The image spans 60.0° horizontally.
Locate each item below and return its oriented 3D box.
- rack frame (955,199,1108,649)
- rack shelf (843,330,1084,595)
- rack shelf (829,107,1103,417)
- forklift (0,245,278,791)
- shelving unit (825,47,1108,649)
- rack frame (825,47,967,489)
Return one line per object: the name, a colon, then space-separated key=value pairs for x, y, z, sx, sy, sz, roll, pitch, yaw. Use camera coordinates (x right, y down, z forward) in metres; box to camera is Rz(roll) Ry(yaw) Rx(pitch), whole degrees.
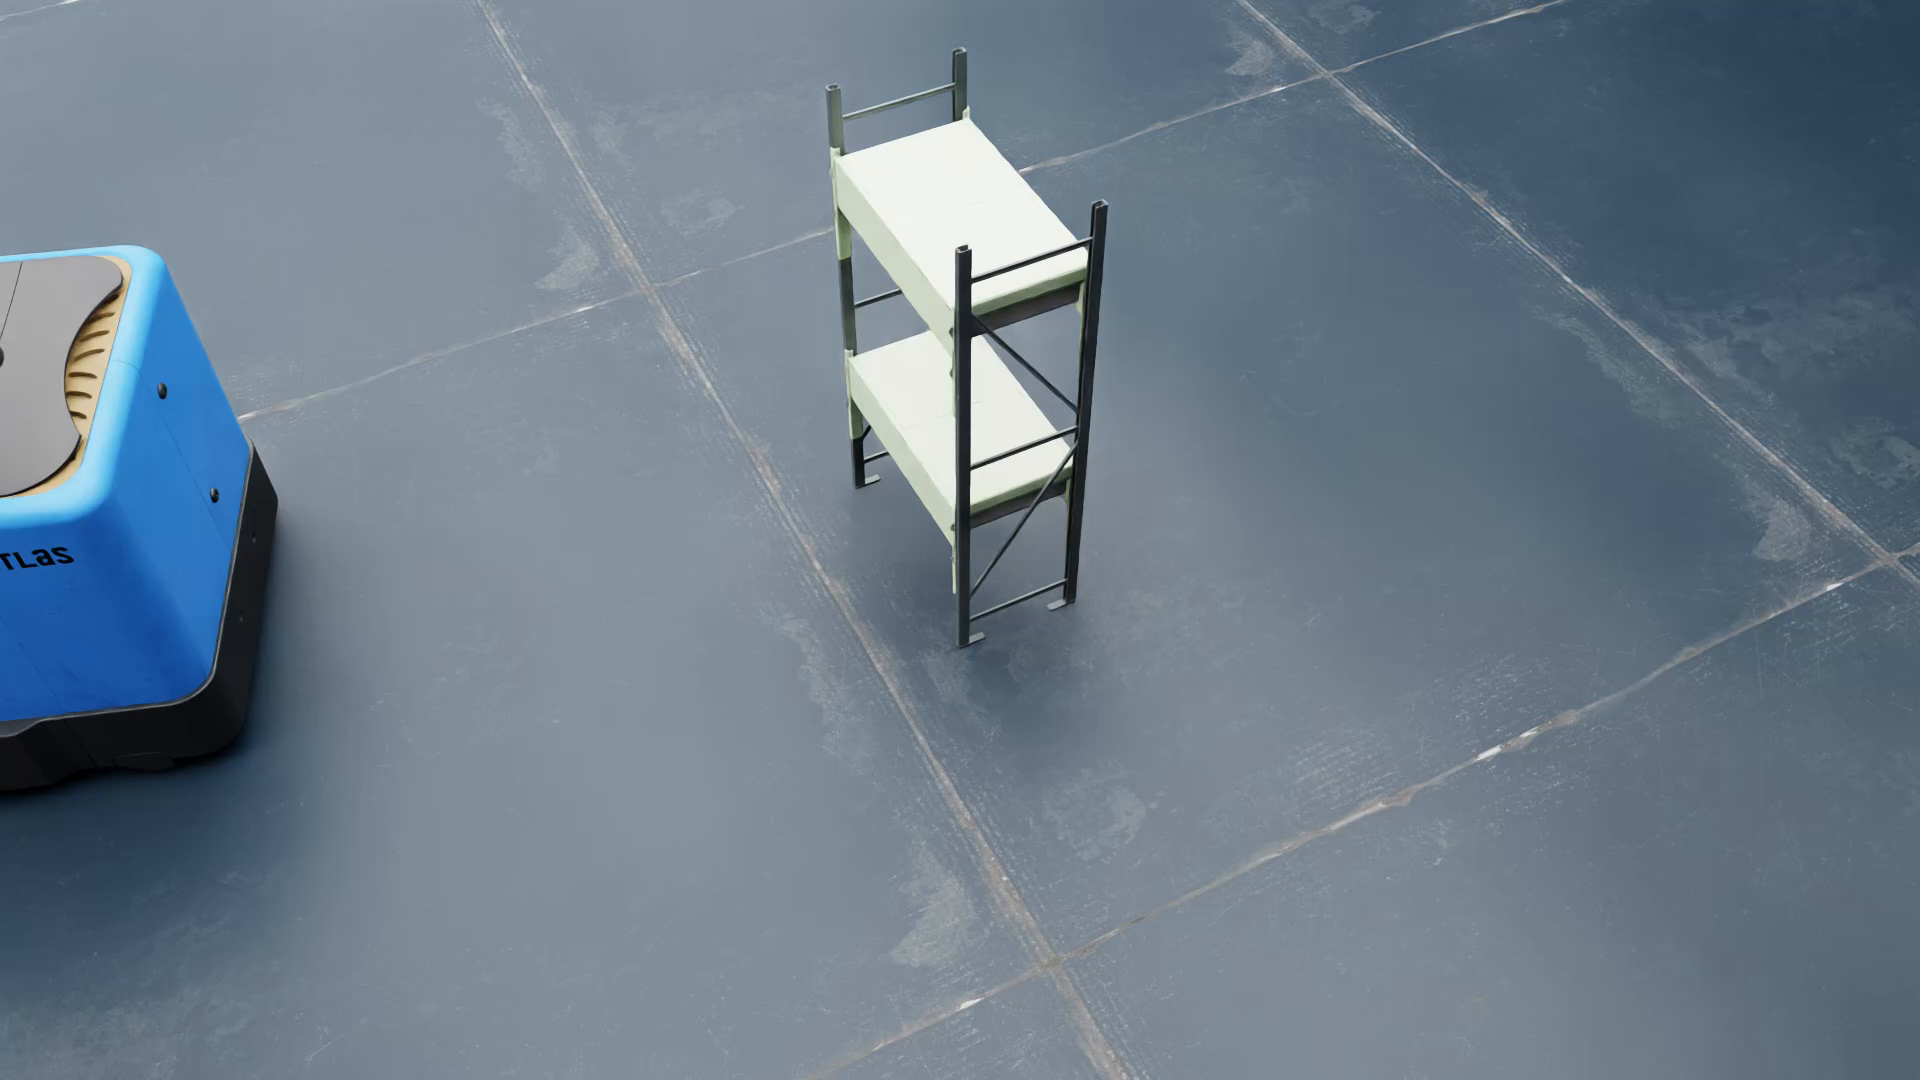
rack frame: x=0.171 y=-0.244 z=4.467 sx=0.400 sy=1.500 sz=0.023 roll=-21 pitch=52 yaw=-18
rack shelf: x=0.003 y=-0.275 z=4.927 sx=0.431 sy=0.370 sz=0.720 roll=-21 pitch=52 yaw=-18
rack shelf: x=0.003 y=-0.746 z=4.388 sx=0.431 sy=0.370 sz=0.720 roll=-21 pitch=52 yaw=-18
forklift: x=-3.588 y=-0.546 z=3.780 sx=3.031 sy=2.935 sz=1.130 roll=-7 pitch=49 yaw=-6
shelving unit: x=0.003 y=-0.489 z=4.682 sx=0.431 sy=1.500 sz=0.755 roll=-21 pitch=52 yaw=-18
rack frame: x=-0.164 y=-0.734 z=4.896 sx=0.400 sy=1.500 sz=0.023 roll=-21 pitch=52 yaw=-18
